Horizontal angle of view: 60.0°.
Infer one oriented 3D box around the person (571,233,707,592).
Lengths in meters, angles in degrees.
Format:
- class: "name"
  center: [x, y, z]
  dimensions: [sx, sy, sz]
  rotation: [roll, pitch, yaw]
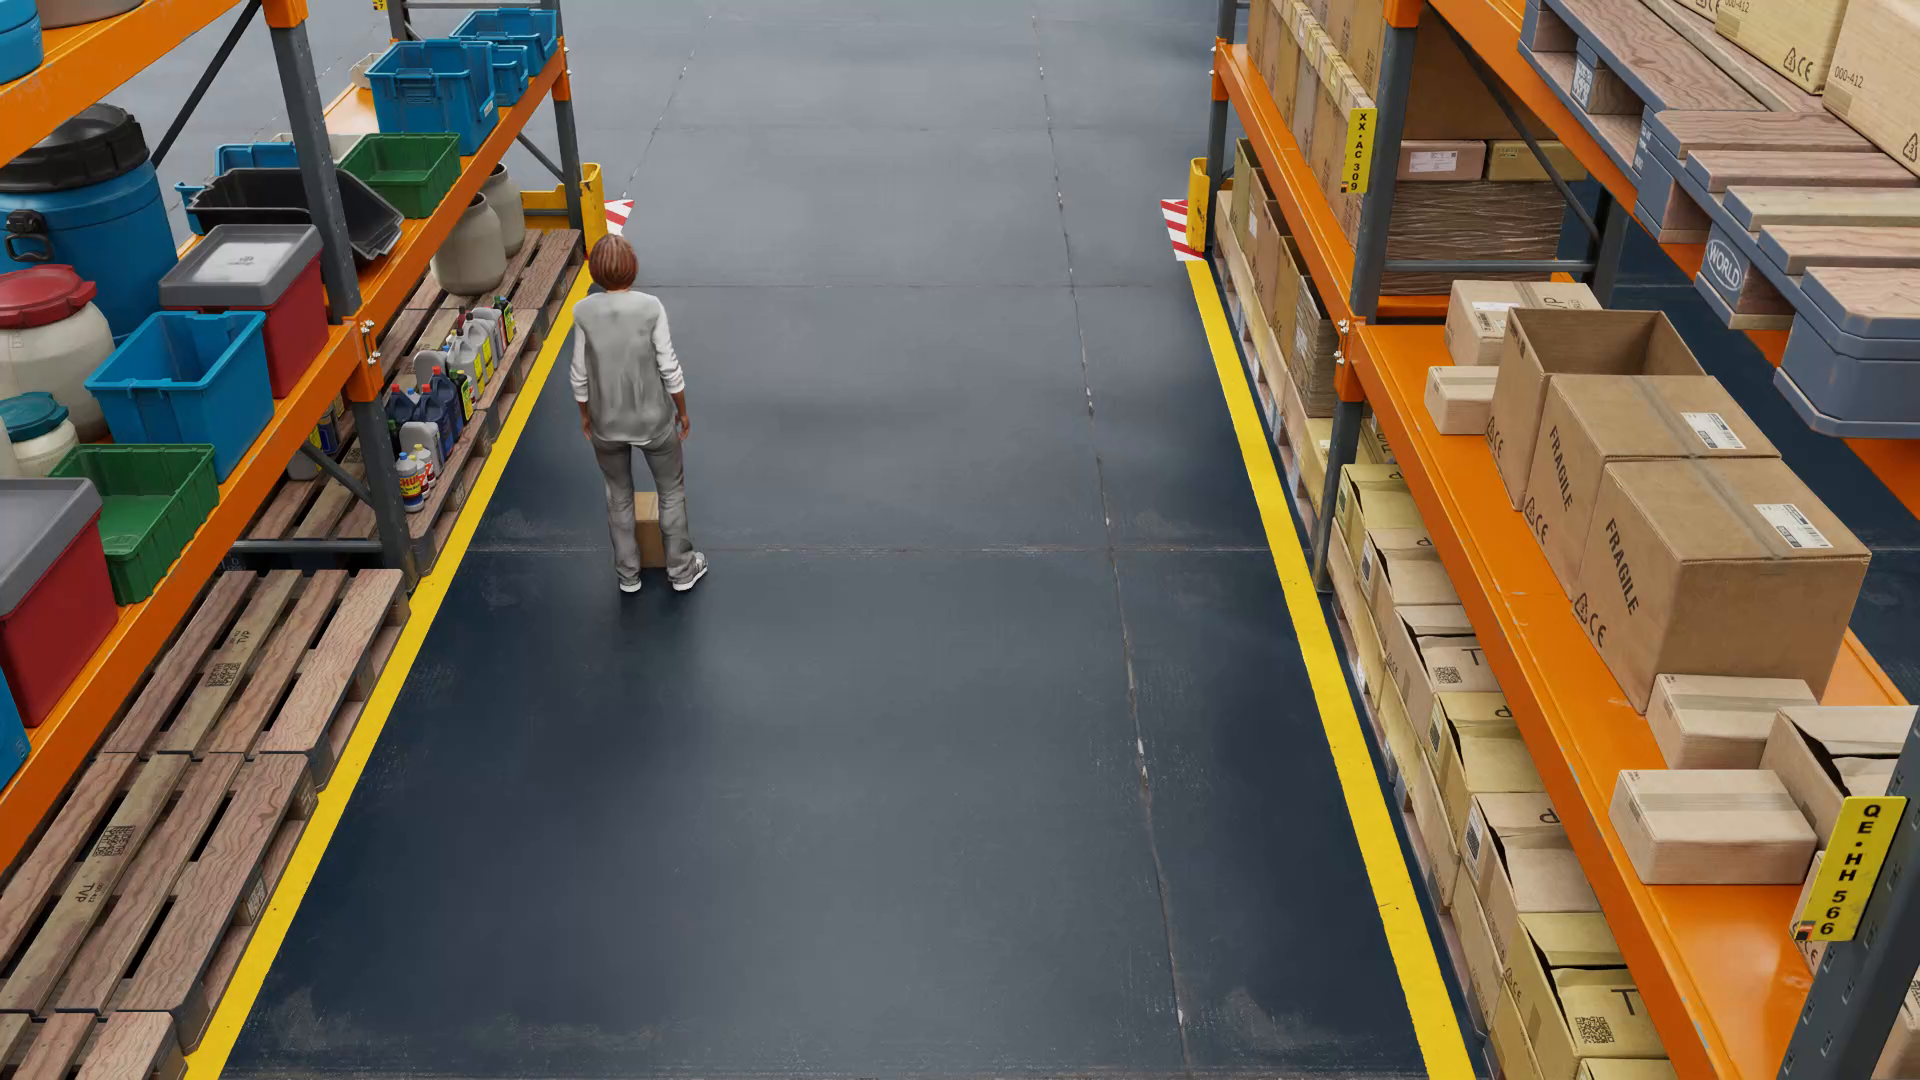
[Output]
- class: "person"
  center: [-1.360, -0.494, 6.936]
  dimensions: [0.465, 1.593, 0.347]
  rotation: [0, 32, 0]
